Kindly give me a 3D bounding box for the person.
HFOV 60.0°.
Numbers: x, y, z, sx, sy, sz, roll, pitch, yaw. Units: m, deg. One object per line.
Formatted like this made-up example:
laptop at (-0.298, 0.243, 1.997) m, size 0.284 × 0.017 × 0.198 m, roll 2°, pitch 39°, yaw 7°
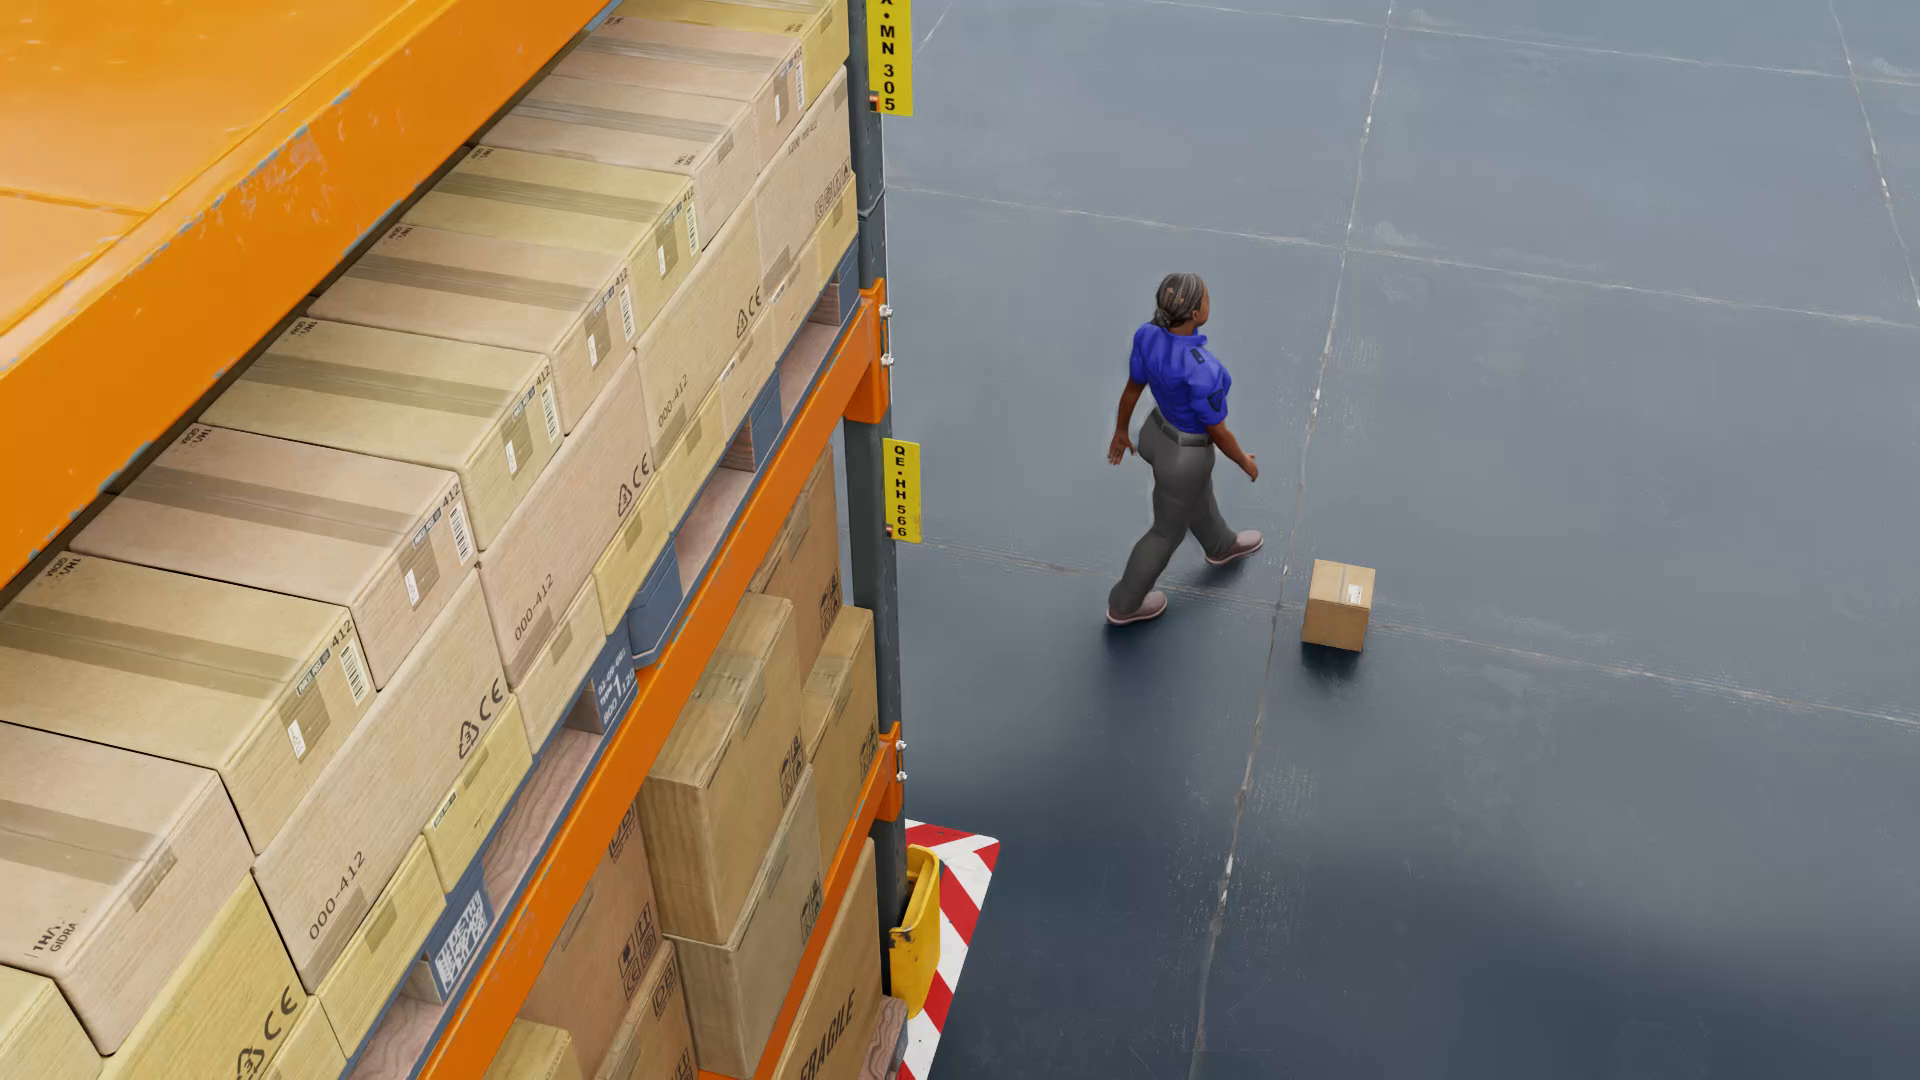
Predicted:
person at (0.992, -0.379, 6.608) m, size 0.844 × 1.611 × 0.500 m, roll -16°, pitch 44°, yaw -18°
